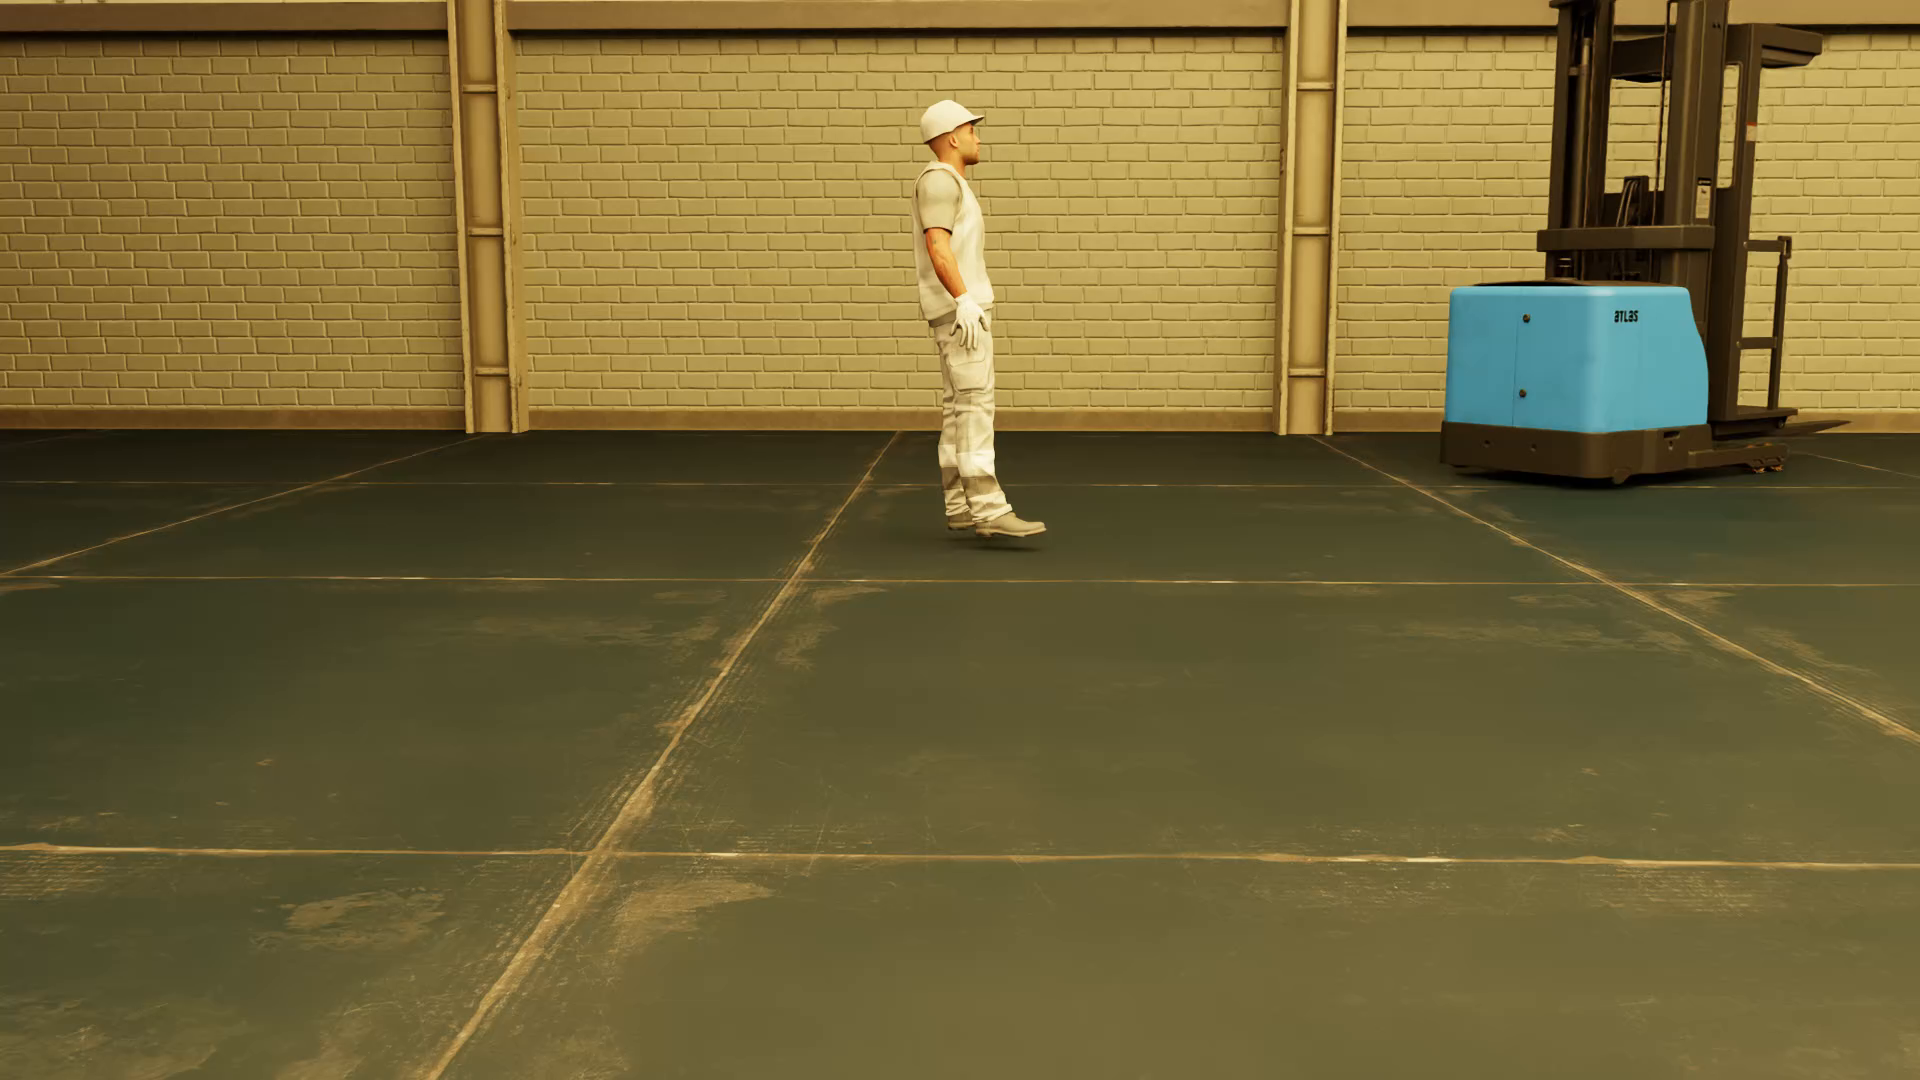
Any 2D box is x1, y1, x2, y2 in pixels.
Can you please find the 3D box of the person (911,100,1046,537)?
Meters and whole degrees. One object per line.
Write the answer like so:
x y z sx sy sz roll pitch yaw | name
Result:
0.080 -0.930 6.971 0.561 1.789 0.637 0 9 1 | person

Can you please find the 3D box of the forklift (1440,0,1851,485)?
4.255 -1.893 9.815 3.031 2.935 1.130 -6 11 -35 | forklift
